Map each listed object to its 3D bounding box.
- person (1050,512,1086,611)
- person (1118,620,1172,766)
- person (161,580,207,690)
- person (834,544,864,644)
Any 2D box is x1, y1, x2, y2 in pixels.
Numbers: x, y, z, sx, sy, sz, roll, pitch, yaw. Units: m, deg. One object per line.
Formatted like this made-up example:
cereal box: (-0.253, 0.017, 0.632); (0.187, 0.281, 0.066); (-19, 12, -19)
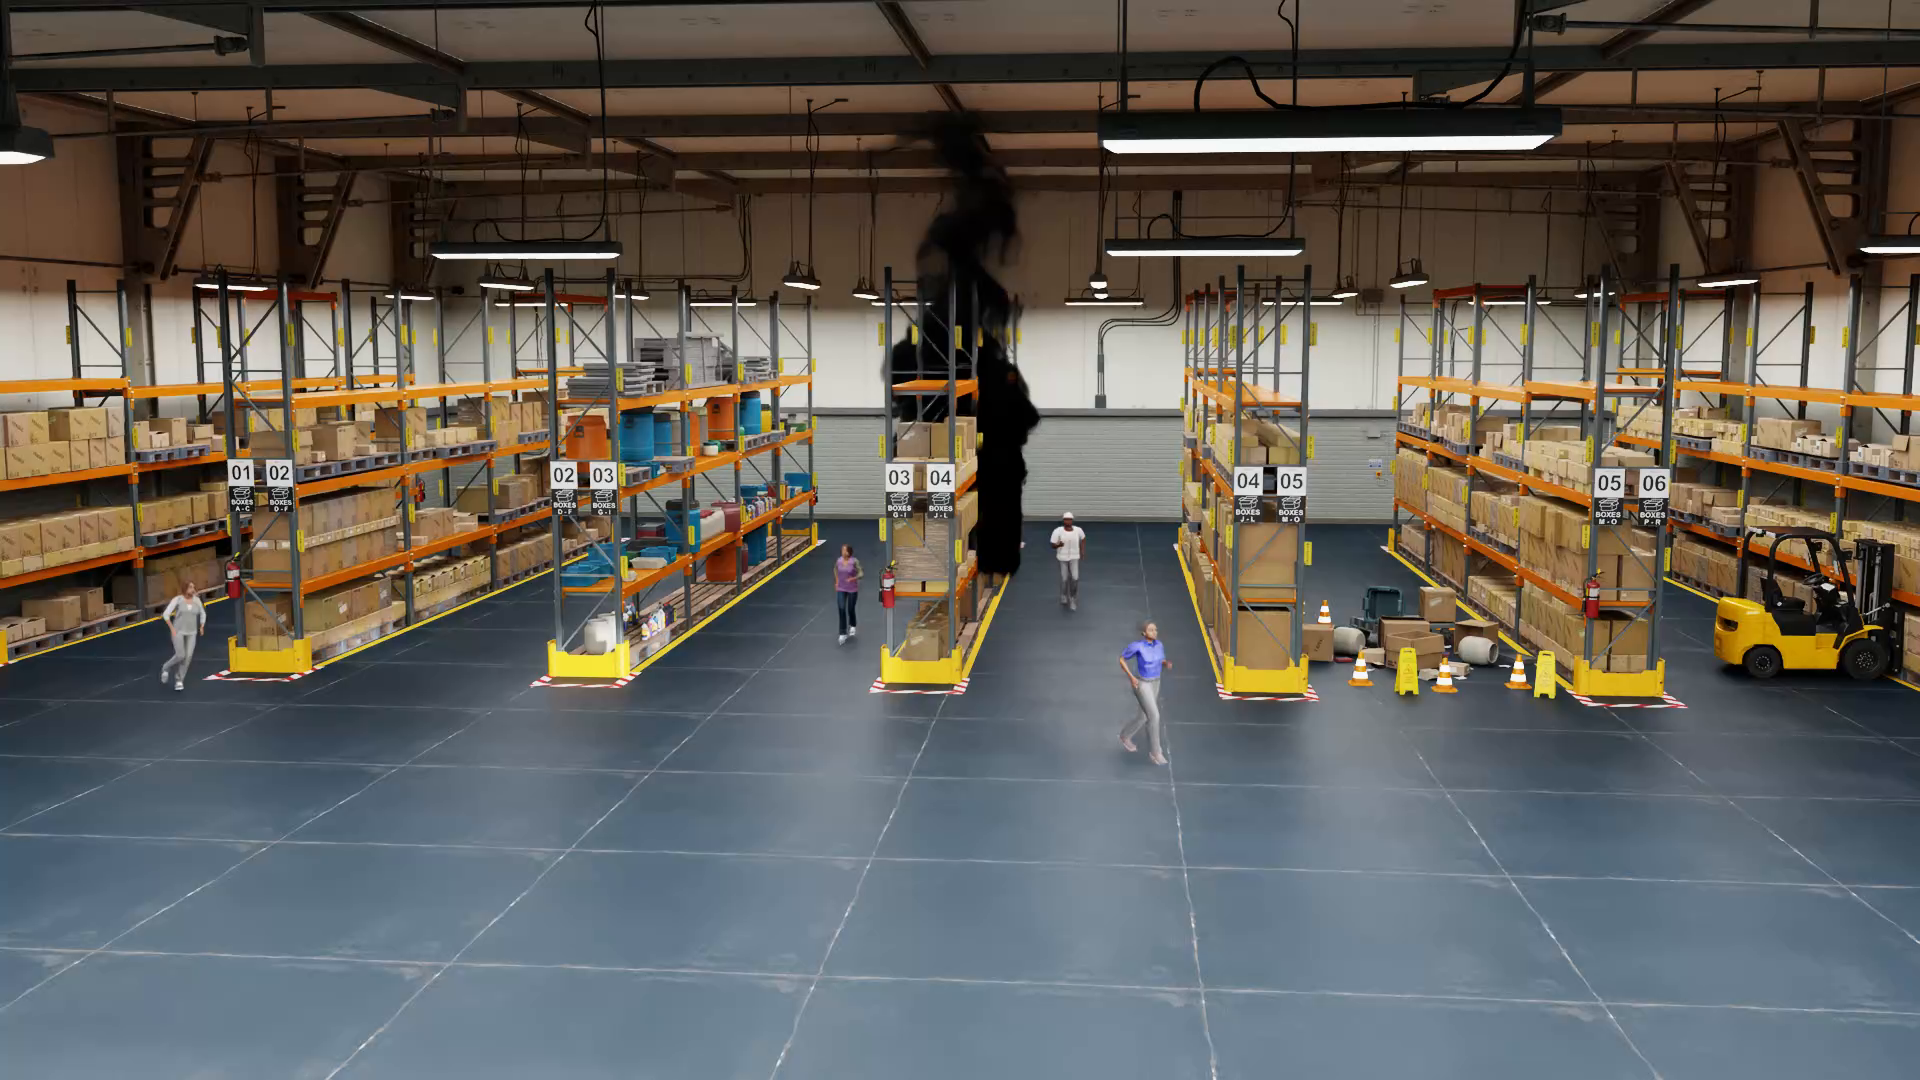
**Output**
person: (2.007, 0.392, 30.800); (0.674, 1.825, 0.717); (0, 7, 0)
person: (2.221, 1.788, 19.832); (0.556, 1.704, 0.828); (-6, 9, -42)
person: (-11.135, 1.345, 23.892); (0.531, 1.542, 0.598); (6, 9, 42)
person: (-1.852, 0.865, 27.573); (0.528, 1.624, 0.786); (1, 7, 5)
